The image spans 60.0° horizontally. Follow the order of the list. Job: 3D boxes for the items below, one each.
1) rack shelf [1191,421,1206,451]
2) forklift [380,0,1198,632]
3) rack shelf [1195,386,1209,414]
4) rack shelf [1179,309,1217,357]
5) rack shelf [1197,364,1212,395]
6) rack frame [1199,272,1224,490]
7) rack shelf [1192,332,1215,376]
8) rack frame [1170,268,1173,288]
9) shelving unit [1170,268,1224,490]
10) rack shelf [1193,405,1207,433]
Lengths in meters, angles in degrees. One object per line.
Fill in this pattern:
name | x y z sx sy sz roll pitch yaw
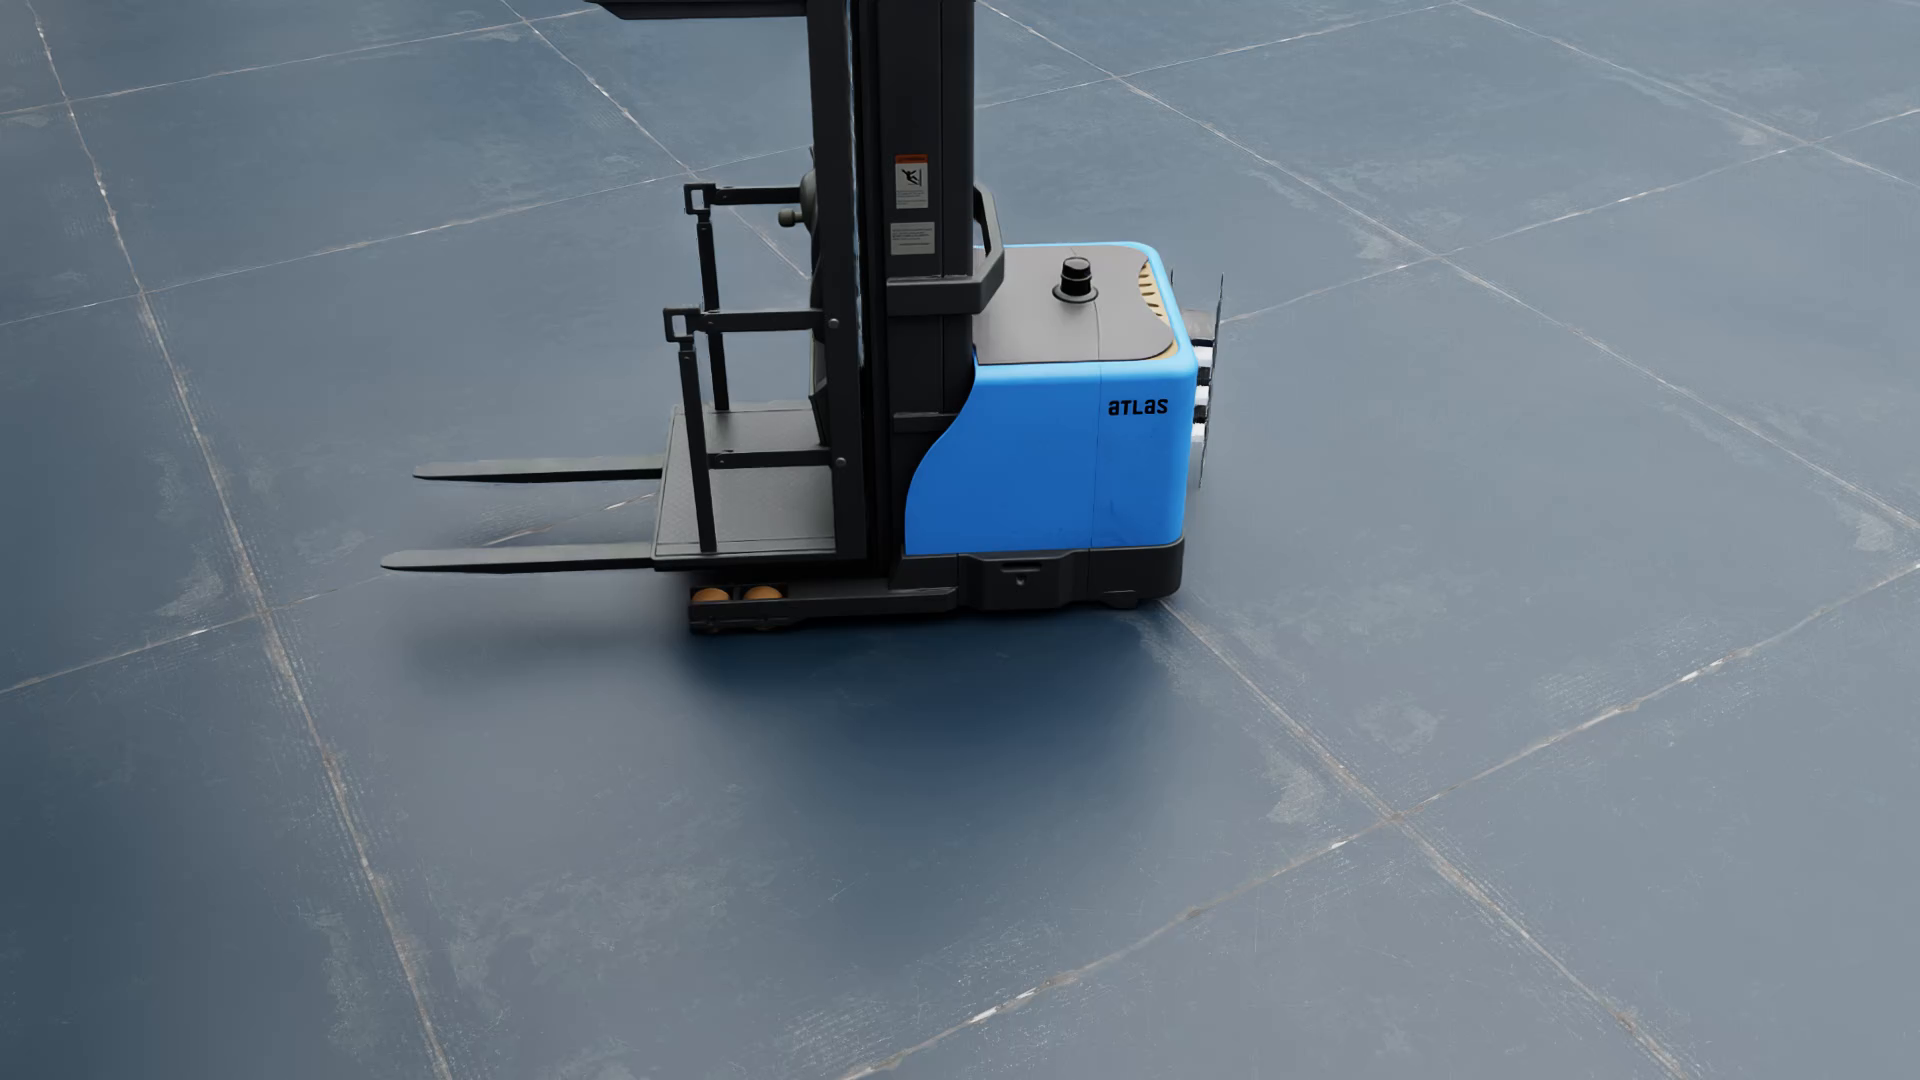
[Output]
rack shelf | 0.937 -0.484 7.012 0.200 0.077 0.258 7 37 9
forklift | -0.688 -1.159 5.852 3.031 2.935 1.130 -2 36 -3
rack shelf | 0.937 -0.629 6.905 0.200 0.077 0.258 7 37 9
rack shelf | 0.937 -0.847 6.746 0.200 0.077 0.258 7 37 9
rack shelf | 0.937 -0.702 6.852 0.200 0.077 0.258 7 37 9
rack frame | 1.037 -0.645 6.870 0.006 0.900 0.240 7 37 9
rack shelf | 0.937 -0.775 6.799 0.200 0.077 0.258 7 37 9
rack frame | 0.837 -0.668 6.902 0.006 0.900 0.240 7 37 9
shelving unit | 0.937 -0.656 6.886 0.210 0.900 0.258 7 37 9
rack shelf | 0.937 -0.557 6.958 0.200 0.077 0.258 7 37 9
